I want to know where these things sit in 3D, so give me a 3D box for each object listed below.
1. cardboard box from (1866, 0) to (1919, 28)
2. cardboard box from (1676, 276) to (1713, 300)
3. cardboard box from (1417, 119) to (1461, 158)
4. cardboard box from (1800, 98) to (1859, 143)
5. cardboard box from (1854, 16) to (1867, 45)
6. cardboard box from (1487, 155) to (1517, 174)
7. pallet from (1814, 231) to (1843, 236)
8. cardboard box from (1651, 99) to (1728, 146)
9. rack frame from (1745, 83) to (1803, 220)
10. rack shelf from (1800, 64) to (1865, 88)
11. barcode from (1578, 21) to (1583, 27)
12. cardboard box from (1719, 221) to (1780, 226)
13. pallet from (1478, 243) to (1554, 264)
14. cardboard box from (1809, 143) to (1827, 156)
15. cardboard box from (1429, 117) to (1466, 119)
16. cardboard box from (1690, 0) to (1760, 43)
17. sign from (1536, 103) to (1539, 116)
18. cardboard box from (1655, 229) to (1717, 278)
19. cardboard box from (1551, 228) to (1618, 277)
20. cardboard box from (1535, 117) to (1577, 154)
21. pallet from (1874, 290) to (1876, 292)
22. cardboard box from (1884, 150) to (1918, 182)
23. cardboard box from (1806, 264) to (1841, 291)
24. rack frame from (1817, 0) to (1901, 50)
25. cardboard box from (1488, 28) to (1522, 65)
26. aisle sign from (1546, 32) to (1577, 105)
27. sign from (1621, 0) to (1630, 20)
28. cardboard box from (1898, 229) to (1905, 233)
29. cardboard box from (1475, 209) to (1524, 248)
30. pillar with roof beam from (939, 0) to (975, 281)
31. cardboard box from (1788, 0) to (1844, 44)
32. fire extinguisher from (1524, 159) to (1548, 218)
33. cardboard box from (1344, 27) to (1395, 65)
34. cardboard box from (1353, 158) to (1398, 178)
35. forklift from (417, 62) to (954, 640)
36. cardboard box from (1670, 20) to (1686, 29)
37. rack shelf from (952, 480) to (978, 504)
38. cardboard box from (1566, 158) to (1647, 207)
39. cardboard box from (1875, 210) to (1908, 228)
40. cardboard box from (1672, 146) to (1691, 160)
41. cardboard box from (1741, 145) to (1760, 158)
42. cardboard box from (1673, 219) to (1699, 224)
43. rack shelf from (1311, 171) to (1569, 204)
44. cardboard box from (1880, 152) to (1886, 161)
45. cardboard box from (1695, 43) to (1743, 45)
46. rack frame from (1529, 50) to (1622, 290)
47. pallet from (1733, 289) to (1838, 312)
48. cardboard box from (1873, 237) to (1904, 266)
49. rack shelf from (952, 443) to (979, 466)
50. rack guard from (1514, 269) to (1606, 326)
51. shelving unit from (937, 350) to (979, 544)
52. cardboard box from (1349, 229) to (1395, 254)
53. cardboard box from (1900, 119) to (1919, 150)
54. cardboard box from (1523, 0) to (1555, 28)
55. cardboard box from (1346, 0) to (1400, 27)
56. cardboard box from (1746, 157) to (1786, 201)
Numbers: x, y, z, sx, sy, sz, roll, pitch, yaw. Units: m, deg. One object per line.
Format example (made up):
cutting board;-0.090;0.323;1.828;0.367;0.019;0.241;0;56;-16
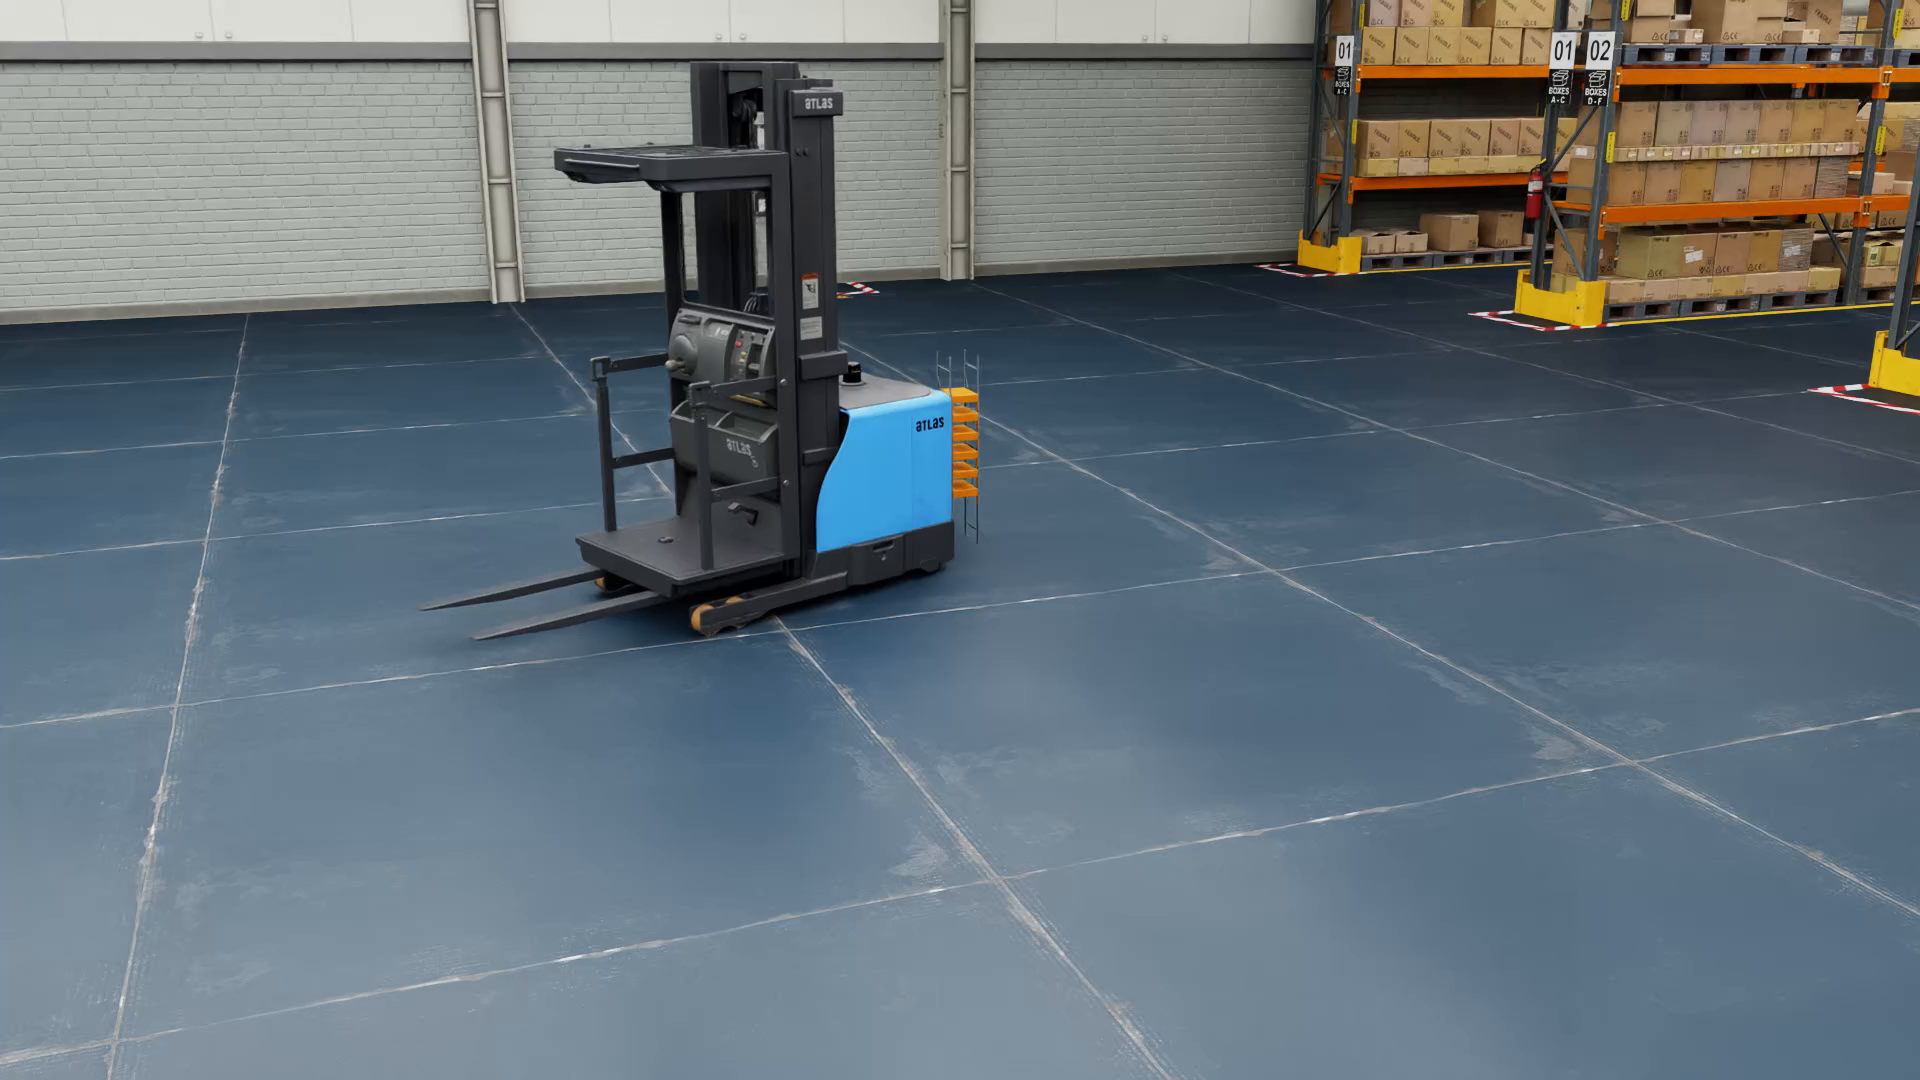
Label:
cardboard box;11.317;-6.415;19.985;0.500;0.500;0.500;-6;17;-19
cardboard box;8.505;-3.011;19.661;0.500;0.250;0.500;-6;17;-20
cardboard box;6.719;-5.698;23.579;0.500;0.500;0.500;-7;18;-22
cardboard box;10.315;-5.058;20.020;0.500;0.500;0.700;-6;17;-20
cardboard box;14.116;-8.023;26.312;0.500;0.500;0.700;-5;17;-17
cardboard box;7.685;-5.445;24.046;0.500;0.250;0.500;-6;17;-20
pallet;13.449;-4.862;26.781;1.213;0.211;1.003;-6;17;-20
cardboard box;8.441;-4.856;19.331;0.500;0.500;0.700;-6;17;-20
rack frame;12.686;-6.141;26.185;0.127;3.000;1.000;-6;17;-20
rack shelf;14.554;-7.436;26.551;4.000;0.370;1.077;-6;17;-20
barcode;7.101;-5.906;19.033;0.075;0.075;0.001;-6;17;-20
cardboard box;9.718;-3.660;20.540;0.500;0.500;0.500;-6;17;-20
pallet;8.337;-4.322;24.943;1.213;0.211;1.003;-6;17;-20
cardboard box;10.075;-4.658;19.809;0.250;0.149;0.380;-7;18;-22
cardboard box;7.005;-5.887;24.222;0.500;0.500;0.500;-6;17;-19
cardboard box;8.640;-5.882;18.811;0.500;0.500;0.500;-6;17;-20
sign;8.749;-6.439;25.145;0.005;0.325;0.100;-6;17;-20
cardboard box;8.501;-3.373;19.566;0.500;0.500;0.500;-6;17;-20
cardboard box;7.386;-3.405;19.675;0.500;0.500;0.500;-6;17;-20
cardboard box;8.620;-5.906;24.285;0.500;0.500;0.500;-6;17;-20
pallet;12.542;-3.305;21.478;1.213;0.211;1.003;-6;17;-20
cardboard box;11.942;-4.609;20.791;0.500;0.500;0.500;-5;17;-16
cardboard box;10.372;-3.212;20.348;0.500;0.250;0.500;-6;17;-20
rack frame;10.727;-7.313;19.530;0.127;3.000;1.000;-6;17;-20
cardboard box;7.587;-7.005;23.591;0.500;0.500;0.500;-7;18;-22
aisle sign;6.825;-5.349;18.876;0.004;0.787;0.394;-6;17;-20
sign;7.185;-5.781;17.945;0.005;0.325;0.100;-6;17;-20
cardboard box;12.424;-3.855;21.543;0.500;0.311;0.500;-6;18;-21
cardboard box;7.996;-4.634;24.710;0.500;0.500;0.500;-8;18;-24
pillar with roof beam;1.498;-6.773;17.692;0.400;9.000;9.100;-6;17;-20
cardboard box;10.162;-6.209;19.923;0.500;0.500;0.500;-5;17;-16
fire extinguisher;6.715;-4.104;19.388;0.183;0.674;0.296;-6;17;-20
cardboard box;5.618;-6.799;22.890;0.500;0.500;0.500;-6;17;-19
cardboard box;5.785;-5.237;23.340;0.500;0.250;0.500;-7;18;-22
forklift;-1.468;-1.060;9.007;3.031;2.935;1.130;-14;22;-40
cardboard box;7.973;-5.853;19.153;0.500;0.250;0.500;-6;17;-20
rack shelf;-0.014;-0.301;10.504;0.180;0.103;0.258;-6;17;-20
cardboard box;7.432;-4.123;19.136;0.500;0.500;0.700;-6;17;-20
cardboard box;15.032;-5.524;27.155;0.750;0.750;0.750;-6;17;-18
cardboard box;8.151;-4.450;19.100;0.250;0.149;0.380;-6;18;-21
cardboard box;9.117;-4.555;19.456;0.250;0.149;0.380;-6;17;-18
cardboard box;11.056;-4.987;25.913;0.500;0.500;0.700;-6;17;-20
rack shelf;7.083;-5.191;24.227;4.000;0.370;1.077;-6;17;-20
cardboard box;14.753;-6.184;26.744;0.250;0.149;0.380;-6;17;-18
cardboard box;11.442;-7.533;25.383;0.637;0.503;0.797;-4;17;-12
rack frame;6.992;-4.031;19.002;0.127;3.000;1.000;-6;17;-20
pallet;9.969;-3.027;20.532;1.213;0.211;1.003;-6;17;-20
cardboard box;11.671;-3.611;20.710;0.500;0.311;0.500;-6;18;-21
rack shelf;-0.014;-0.532;10.437;0.180;0.103;0.258;-6;17;-20
rack guard;6.969;-2.829;19.346;0.348;0.500;1.175;-6;17;-20
shelving unit;-0.014;-0.574;10.424;0.189;1.200;0.258;-6;17;-20
cardboard box;5.894;-4.301;23.913;0.500;0.311;0.500;-8;18;-26
cardboard box;15.135;-6.529;26.767;0.500;0.500;0.500;-6;17;-20
cardboard box;8.069;-7.534;23.618;0.500;0.500;0.500;-5;17;-17
cardboard box;5.662;-7.286;22.773;0.500;0.500;0.500;-8;18;-24
cardboard box;9.355;-4.332;19.847;0.500;0.500;0.700;-6;17;-19
